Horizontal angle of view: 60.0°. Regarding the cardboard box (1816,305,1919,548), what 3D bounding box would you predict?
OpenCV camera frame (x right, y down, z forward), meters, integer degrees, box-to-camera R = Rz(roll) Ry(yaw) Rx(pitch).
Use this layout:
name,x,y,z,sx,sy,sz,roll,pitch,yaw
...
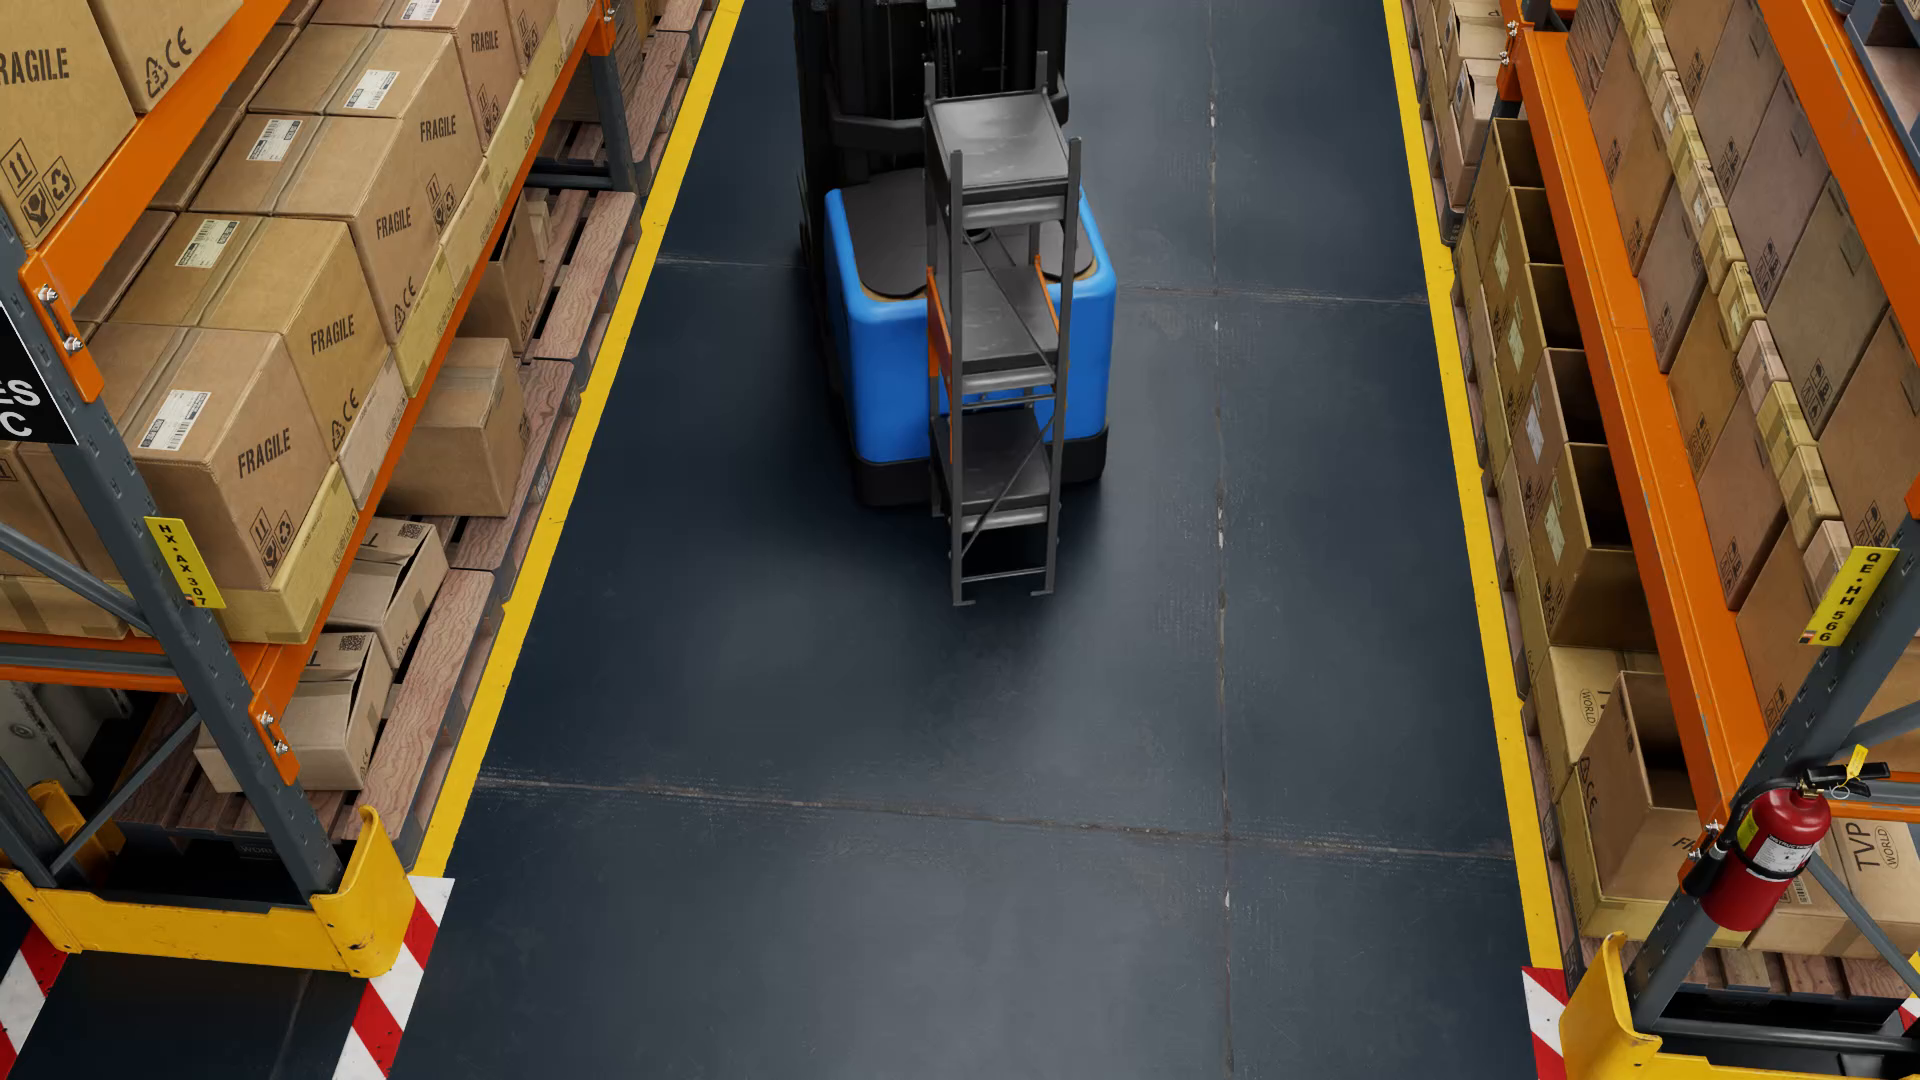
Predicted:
name,x,y,z,sx,sy,sz,roll,pitch,yaw
cardboard box,2.553,-0.208,3.961,0.700,0.500,0.500,4,48,4

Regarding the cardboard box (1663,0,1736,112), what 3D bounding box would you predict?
name,x,y,z,sx,sy,sz,roll,pitch,yaw
cardboard box,2.732,-1.700,5.326,0.700,0.500,0.500,4,48,4

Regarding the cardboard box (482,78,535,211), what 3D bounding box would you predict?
name,x,y,z,sx,sy,sz,roll,pitch,yaw
cardboard box,-1.902,-1.477,6.156,0.500,0.250,0.500,4,48,3

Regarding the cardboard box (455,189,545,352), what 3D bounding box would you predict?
name,x,y,z,sx,sy,sz,roll,pitch,yaw
cardboard box,-2.131,-1.165,7.178,0.500,0.500,0.500,1,48,1

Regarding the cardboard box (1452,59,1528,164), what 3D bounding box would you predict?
name,x,y,z,sx,sy,sz,roll,pitch,yaw
cardboard box,2.608,-2.015,7.759,0.500,0.311,0.500,4,48,4

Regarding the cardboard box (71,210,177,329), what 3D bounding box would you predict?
name,x,y,z,sx,sy,sz,roll,pitch,yaw
cardboard box,-2.554,-0.625,4.869,0.500,0.500,0.500,4,48,4

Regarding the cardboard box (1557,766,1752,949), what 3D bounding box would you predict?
name,x,y,z,sx,sy,sz,roll,pitch,yaw
cardboard box,2.247,1.017,5.366,0.500,0.250,0.500,4,48,4

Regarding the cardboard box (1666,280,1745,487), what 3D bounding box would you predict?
name,x,y,z,sx,sy,sz,roll,pitch,yaw
cardboard box,2.642,-0.482,5.090,0.700,0.500,0.500,4,48,4

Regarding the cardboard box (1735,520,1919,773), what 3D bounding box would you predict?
name,x,y,z,sx,sy,sz,roll,pitch,yaw
cardboard box,2.548,0.269,4.404,0.700,0.500,0.500,4,48,4

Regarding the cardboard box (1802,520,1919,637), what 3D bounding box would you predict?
name,x,y,z,sx,sy,sz,roll,pitch,yaw
cardboard box,2.338,0.098,4.120,0.380,0.149,0.250,3,48,3

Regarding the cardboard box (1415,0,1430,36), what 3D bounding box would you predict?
name,x,y,z,sx,sy,sz,roll,pitch,yaw
cardboard box,2.748,-2.954,8.998,0.500,0.250,0.500,5,48,4

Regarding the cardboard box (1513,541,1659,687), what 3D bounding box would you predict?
name,x,y,z,sx,sy,sz,roll,pitch,yaw
cardboard box,2.325,0.281,6.039,0.500,0.250,0.500,4,48,4

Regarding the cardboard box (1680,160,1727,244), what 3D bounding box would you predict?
name,x,y,z,sx,sy,sz,roll,pitch,yaw
cardboard box,2.477,-1.042,5.162,0.380,0.149,0.250,3,48,3

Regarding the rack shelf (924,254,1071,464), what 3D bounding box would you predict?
name,x,y,z,sx,sy,sz,roll,pitch,yaw
rack shelf,0.126,-0.645,5.935,0.431,0.518,0.480,-8,48,-7

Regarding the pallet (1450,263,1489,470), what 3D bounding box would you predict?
name,x,y,z,sx,sy,sz,roll,pitch,yaw
pallet,2.743,-0.772,7.313,1.003,0.211,1.213,4,48,4

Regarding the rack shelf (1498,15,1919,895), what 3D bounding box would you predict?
name,x,y,z,sx,sy,sz,roll,pitch,yaw
rack shelf,2.675,-0.582,5.737,1.077,0.370,4.000,4,48,4

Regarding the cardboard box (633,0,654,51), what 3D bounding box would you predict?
name,x,y,z,sx,sy,sz,roll,pitch,yaw
cardboard box,-2.029,-2.855,8.724,0.700,0.500,0.500,3,48,3

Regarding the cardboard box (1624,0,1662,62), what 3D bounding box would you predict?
name,x,y,z,sx,sy,sz,roll,pitch,yaw
cardboard box,2.573,-1.796,5.852,0.380,0.149,0.250,3,48,3

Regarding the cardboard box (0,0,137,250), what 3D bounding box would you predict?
name,x,y,z,sx,sy,sz,roll,pitch,yaw
cardboard box,-2.161,-0.967,3.488,0.500,0.500,0.500,5,48,5

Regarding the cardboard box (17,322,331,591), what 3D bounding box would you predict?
name,x,y,z,sx,sy,sz,roll,pitch,yaw
cardboard box,-2.098,-0.226,4.503,0.500,0.500,0.500,4,48,4

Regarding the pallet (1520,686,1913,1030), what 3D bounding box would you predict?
name,x,y,z,sx,sy,sz,roll,pitch,yaw
pallet,2.520,1.021,5.673,1.003,0.211,1.213,4,48,4

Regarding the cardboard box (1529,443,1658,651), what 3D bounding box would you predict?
name,x,y,z,sx,sy,sz,roll,pitch,yaw
cardboard box,2.322,0.028,5.762,0.500,0.500,0.500,4,48,4

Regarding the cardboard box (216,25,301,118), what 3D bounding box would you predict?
name,x,y,z,sx,sy,sz,roll,pitch,yaw
cardboard box,-2.465,-1.375,5.555,0.500,0.500,0.500,4,48,4

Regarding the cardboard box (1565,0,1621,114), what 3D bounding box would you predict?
name,x,y,z,sx,sy,sz,roll,pitch,yaw
cardboard box,2.823,-2.002,6.480,0.700,0.500,0.500,3,48,3

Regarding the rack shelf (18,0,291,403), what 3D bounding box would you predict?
name,x,y,z,sx,sy,sz,roll,pitch,yaw
rack shelf,-2.259,-1.925,4.933,1.077,0.370,4.000,4,48,4

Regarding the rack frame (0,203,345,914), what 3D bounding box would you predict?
name,x,y,z,sx,sy,sz,roll,pitch,yaw
rack frame,-2.441,0.314,4.430,1.000,3.000,0.127,4,48,4

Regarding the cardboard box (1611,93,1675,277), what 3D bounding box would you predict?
name,x,y,z,sx,sy,sz,roll,pitch,yaw
cardboard box,2.732,-1.245,5.789,0.700,0.500,0.500,5,48,4

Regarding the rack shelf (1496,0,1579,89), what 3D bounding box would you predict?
name,x,y,z,sx,sy,sz,roll,pitch,yaw
rack shelf,3.039,-3.522,8.426,1.077,0.370,4.000,4,48,4

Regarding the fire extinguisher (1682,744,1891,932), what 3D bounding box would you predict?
name,x,y,z,sx,sy,sz,roll,pitch,yaw
fire extinguisher,2.019,0.726,4.105,0.296,0.674,0.183,4,48,4

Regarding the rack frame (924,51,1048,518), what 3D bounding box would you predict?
name,x,y,z,sx,sy,sz,roll,pitch,yaw
rack frame,0.083,-0.831,6.088,0.400,2.100,0.015,-8,48,-7

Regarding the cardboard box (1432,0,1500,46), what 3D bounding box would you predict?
name,x,y,z,sx,sy,sz,roll,pitch,yaw
cardboard box,2.697,-2.764,8.444,0.500,0.311,0.500,4,48,3

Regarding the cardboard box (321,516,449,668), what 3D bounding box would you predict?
name,x,y,z,sx,sy,sz,roll,pitch,yaw
cardboard box,-2.236,0.152,6.102,0.500,0.311,0.500,7,48,7

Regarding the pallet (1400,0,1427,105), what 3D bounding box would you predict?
name,x,y,z,sx,sy,sz,roll,pitch,yaw
pallet,2.994,-2.797,9.165,1.003,0.211,1.213,4,48,4

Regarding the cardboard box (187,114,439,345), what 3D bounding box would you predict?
name,x,y,z,sx,sy,sz,roll,pitch,yaw
cardboard box,-1.990,-0.967,5.182,0.500,0.500,0.500,2,48,2

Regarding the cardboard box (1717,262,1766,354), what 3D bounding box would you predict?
name,x,y,z,sx,sy,sz,roll,pitch,yaw
cardboard box,2.432,-0.660,4.813,0.380,0.149,0.250,5,48,5

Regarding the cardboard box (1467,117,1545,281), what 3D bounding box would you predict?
name,x,y,z,sx,sy,sz,roll,pitch,yaw
cardboard box,2.503,-1.442,7.106,0.500,0.500,0.500,4,48,4

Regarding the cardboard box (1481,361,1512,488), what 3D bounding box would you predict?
name,x,y,z,sx,sy,sz,roll,pitch,yaw
cardboard box,2.411,-0.454,6.711,0.500,0.250,0.500,4,48,4

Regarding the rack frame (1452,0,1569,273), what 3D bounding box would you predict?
name,x,y,z,sx,sy,sz,roll,pitch,yaw
rack frame,2.857,-2.295,6.816,1.000,3.000,0.127,4,48,4

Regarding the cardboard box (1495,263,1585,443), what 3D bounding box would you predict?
name,x,y,z,sx,sy,sz,roll,pitch,yaw
cardboard box,2.412,-0.707,6.434,0.500,0.500,0.500,4,48,4

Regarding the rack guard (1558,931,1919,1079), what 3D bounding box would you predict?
name,x,y,z,sx,sy,sz,roll,pitch,yaw
rack guard,2.490,1.506,5.034,1.175,0.500,0.348,4,48,4

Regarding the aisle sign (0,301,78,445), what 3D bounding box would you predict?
name,x,y,z,sx,sy,sz,roll,pitch,yaw
aisle sign,-2.149,-0.490,3.404,0.394,0.787,0.004,4,48,4

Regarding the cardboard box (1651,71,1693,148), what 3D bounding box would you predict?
name,x,y,z,sx,sy,sz,roll,pitch,yaw
cardboard box,2.526,-1.416,5.505,0.380,0.149,0.250,3,48,2

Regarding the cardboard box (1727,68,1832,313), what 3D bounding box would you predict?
name,x,y,z,sx,sy,sz,roll,pitch,yaw
cardboard box,2.640,-0.965,4.653,0.700,0.500,0.500,4,48,4

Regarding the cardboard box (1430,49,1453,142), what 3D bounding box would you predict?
name,x,y,z,sx,sy,sz,roll,pitch,yaw
cardboard box,2.654,-2.204,8.312,0.500,0.250,0.500,3,48,3

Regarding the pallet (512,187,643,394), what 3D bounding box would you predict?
name,x,y,z,sx,sy,sz,roll,pitch,yaw
pallet,-2.102,-1.188,7.694,1.003,0.211,1.213,4,48,4

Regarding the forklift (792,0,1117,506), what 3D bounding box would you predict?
name,x,y,z,sx,sy,sz,roll,pitch,yaw
forklift,-0.158,-2.232,6.805,1.130,2.935,3.031,-7,48,-7

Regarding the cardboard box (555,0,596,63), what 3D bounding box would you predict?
name,x,y,z,sx,sy,sz,roll,pitch,yaw
cardboard box,-1.818,-2.213,6.829,0.500,0.250,0.500,4,48,4

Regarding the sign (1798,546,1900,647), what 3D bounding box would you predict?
name,x,y,z,sx,sy,sz,roll,pitch,yaw
sign,1.953,0.127,3.656,0.100,0.325,0.005,4,48,4

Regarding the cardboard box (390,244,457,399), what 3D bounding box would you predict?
name,x,y,z,sx,sy,sz,roll,pitch,yaw
cardboard box,-1.995,-0.736,5.478,0.500,0.250,0.500,3,48,3

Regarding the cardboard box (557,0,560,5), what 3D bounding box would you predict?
name,x,y,z,sx,sy,sz,roll,pitch,yaw
cardboard box,-1.812,-2.466,6.553,0.500,0.500,0.500,4,48,3

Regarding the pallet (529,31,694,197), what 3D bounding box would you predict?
name,x,y,z,sx,sy,sz,roll,pitch,yaw
pallet,-2.007,-2.256,8.670,1.003,0.211,1.213,4,48,4

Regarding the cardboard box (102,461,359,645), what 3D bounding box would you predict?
name,x,y,z,sx,sy,sz,roll,pitch,yaw
cardboard box,-2.080,0.021,4.786,0.500,0.250,0.500,3,48,2

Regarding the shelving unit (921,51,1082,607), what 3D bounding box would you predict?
name,x,y,z,sx,sy,sz,roll,pitch,yaw
shelving unit,0.126,-0.654,5.925,0.431,2.100,0.503,-8,48,-7

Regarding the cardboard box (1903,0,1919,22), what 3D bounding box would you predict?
name,x,y,z,sx,sy,sz,roll,pitch,yaw
cardboard box,2.335,-1.370,3.660,0.500,0.250,0.500,4,48,4

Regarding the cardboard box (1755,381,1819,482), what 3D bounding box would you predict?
name,x,y,z,sx,sy,sz,roll,pitch,yaw
cardboard box,2.383,-0.282,4.468,0.380,0.149,0.250,3,48,3

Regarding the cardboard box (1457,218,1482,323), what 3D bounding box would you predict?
name,x,y,z,sx,sy,sz,roll,pitch,yaw
cardboard box,2.513,-1.188,7.383,0.500,0.250,0.500,4,48,4

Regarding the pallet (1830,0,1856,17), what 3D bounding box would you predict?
name,x,y,z,sx,sy,sz,roll,pitch,yaw
pallet,2.691,-1.755,4.349,1.003,0.211,1.213,4,48,4

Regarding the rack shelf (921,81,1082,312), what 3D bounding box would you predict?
name,x,y,z,sx,sy,sz,roll,pitch,yaw
rack shelf,0.126,-1.117,5.419,0.431,0.518,0.480,-8,48,-7

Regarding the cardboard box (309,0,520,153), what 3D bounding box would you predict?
name,x,y,z,sx,sy,sz,roll,pitch,yaw
cardboard box,-1.908,-1.730,5.879,0.500,0.500,0.500,3,48,2
